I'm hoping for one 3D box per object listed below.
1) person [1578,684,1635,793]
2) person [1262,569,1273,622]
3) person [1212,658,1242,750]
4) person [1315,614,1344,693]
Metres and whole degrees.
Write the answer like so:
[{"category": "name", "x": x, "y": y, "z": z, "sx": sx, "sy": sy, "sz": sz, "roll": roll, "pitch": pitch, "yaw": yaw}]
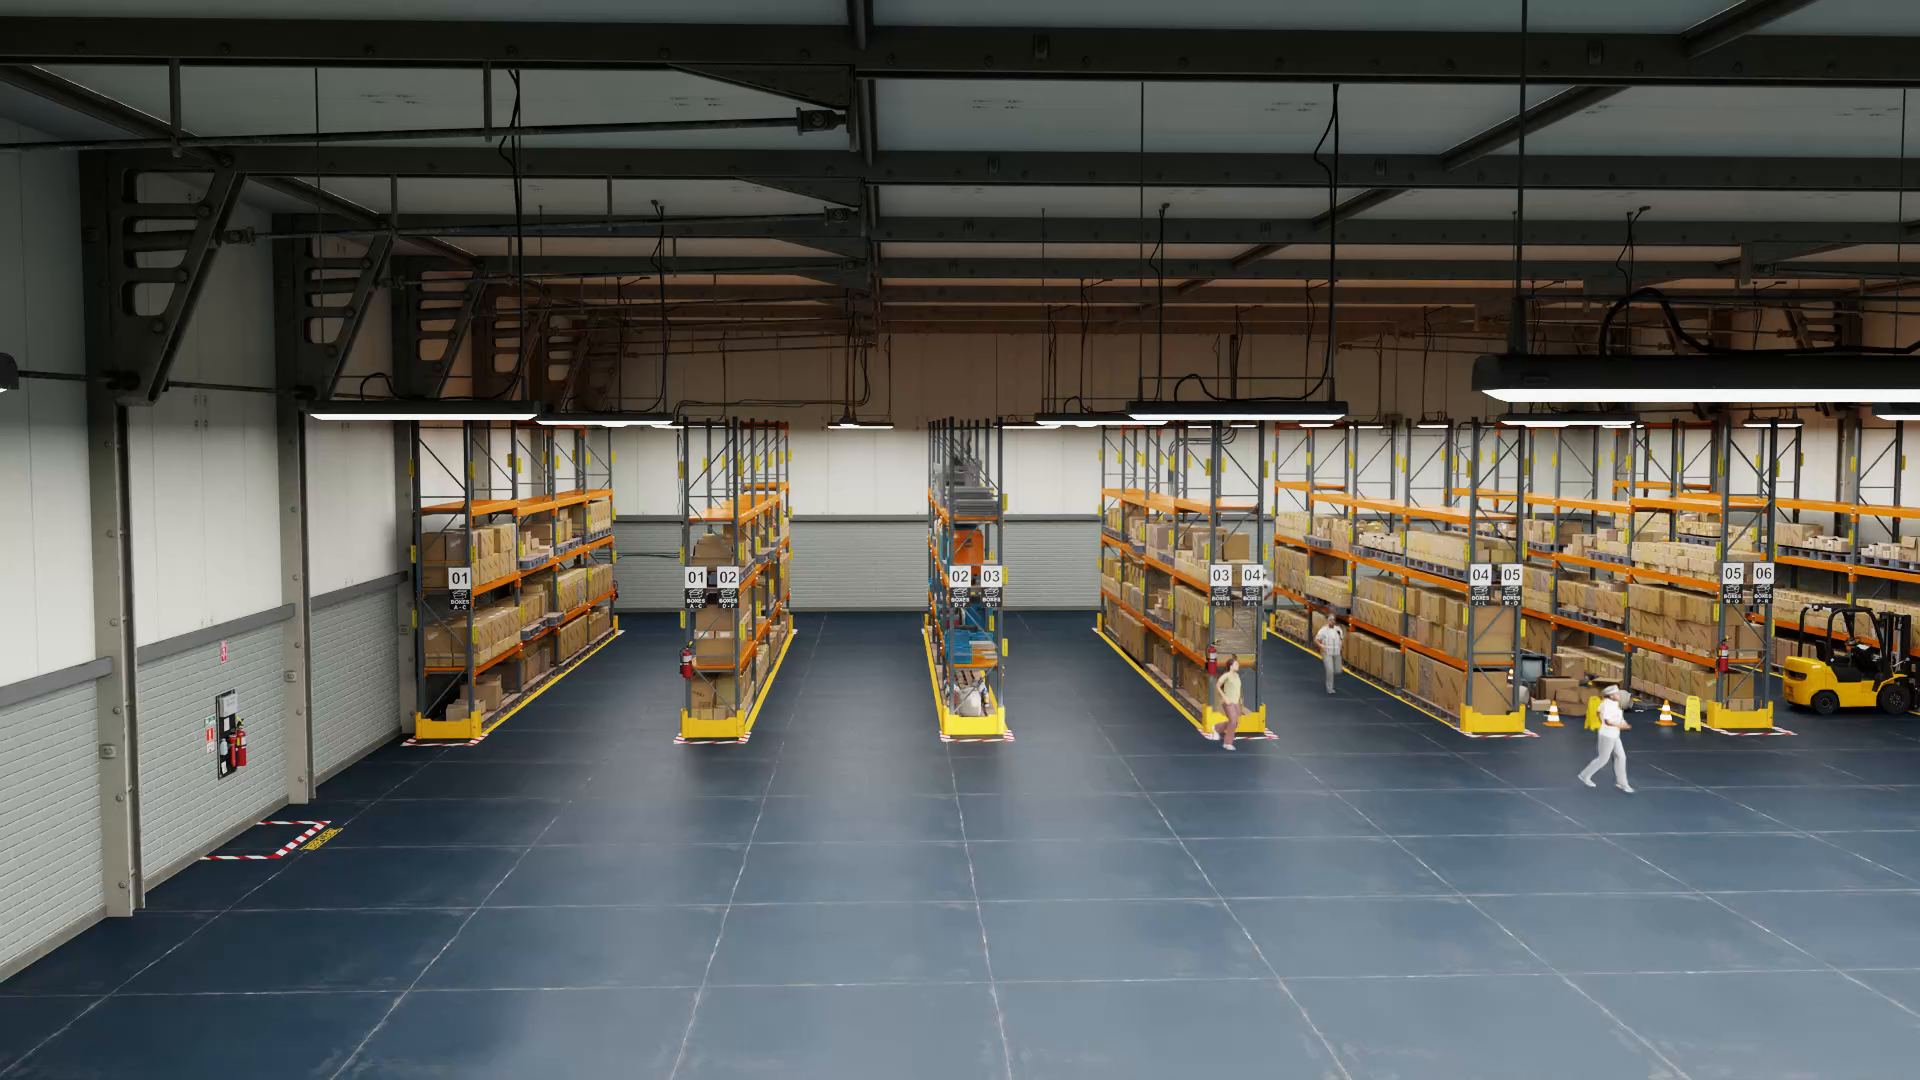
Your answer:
[{"category": "person", "x": 10.311, "y": 3.148, "z": 26.482, "sx": 0.846, "sy": 1.728, "sz": 0.571, "roll": 2, "pitch": 4, "yaw": 32}, {"category": "person", "x": 8.749, "y": 1.682, "z": 49.063, "sx": 0.952, "sy": 1.669, "sz": 0.859, "roll": 0, "pitch": 4, "yaw": 6}, {"category": "person", "x": 4.873, "y": 2.968, "z": 30.216, "sx": 0.610, "sy": 1.620, "sz": 0.626, "roll": -3, "pitch": 5, "yaw": -43}, {"category": "person", "x": 8.127, "y": 2.475, "z": 36.492, "sx": 0.664, "sy": 1.728, "sz": 0.624, "roll": -1, "pitch": 4, "yaw": -8}]
